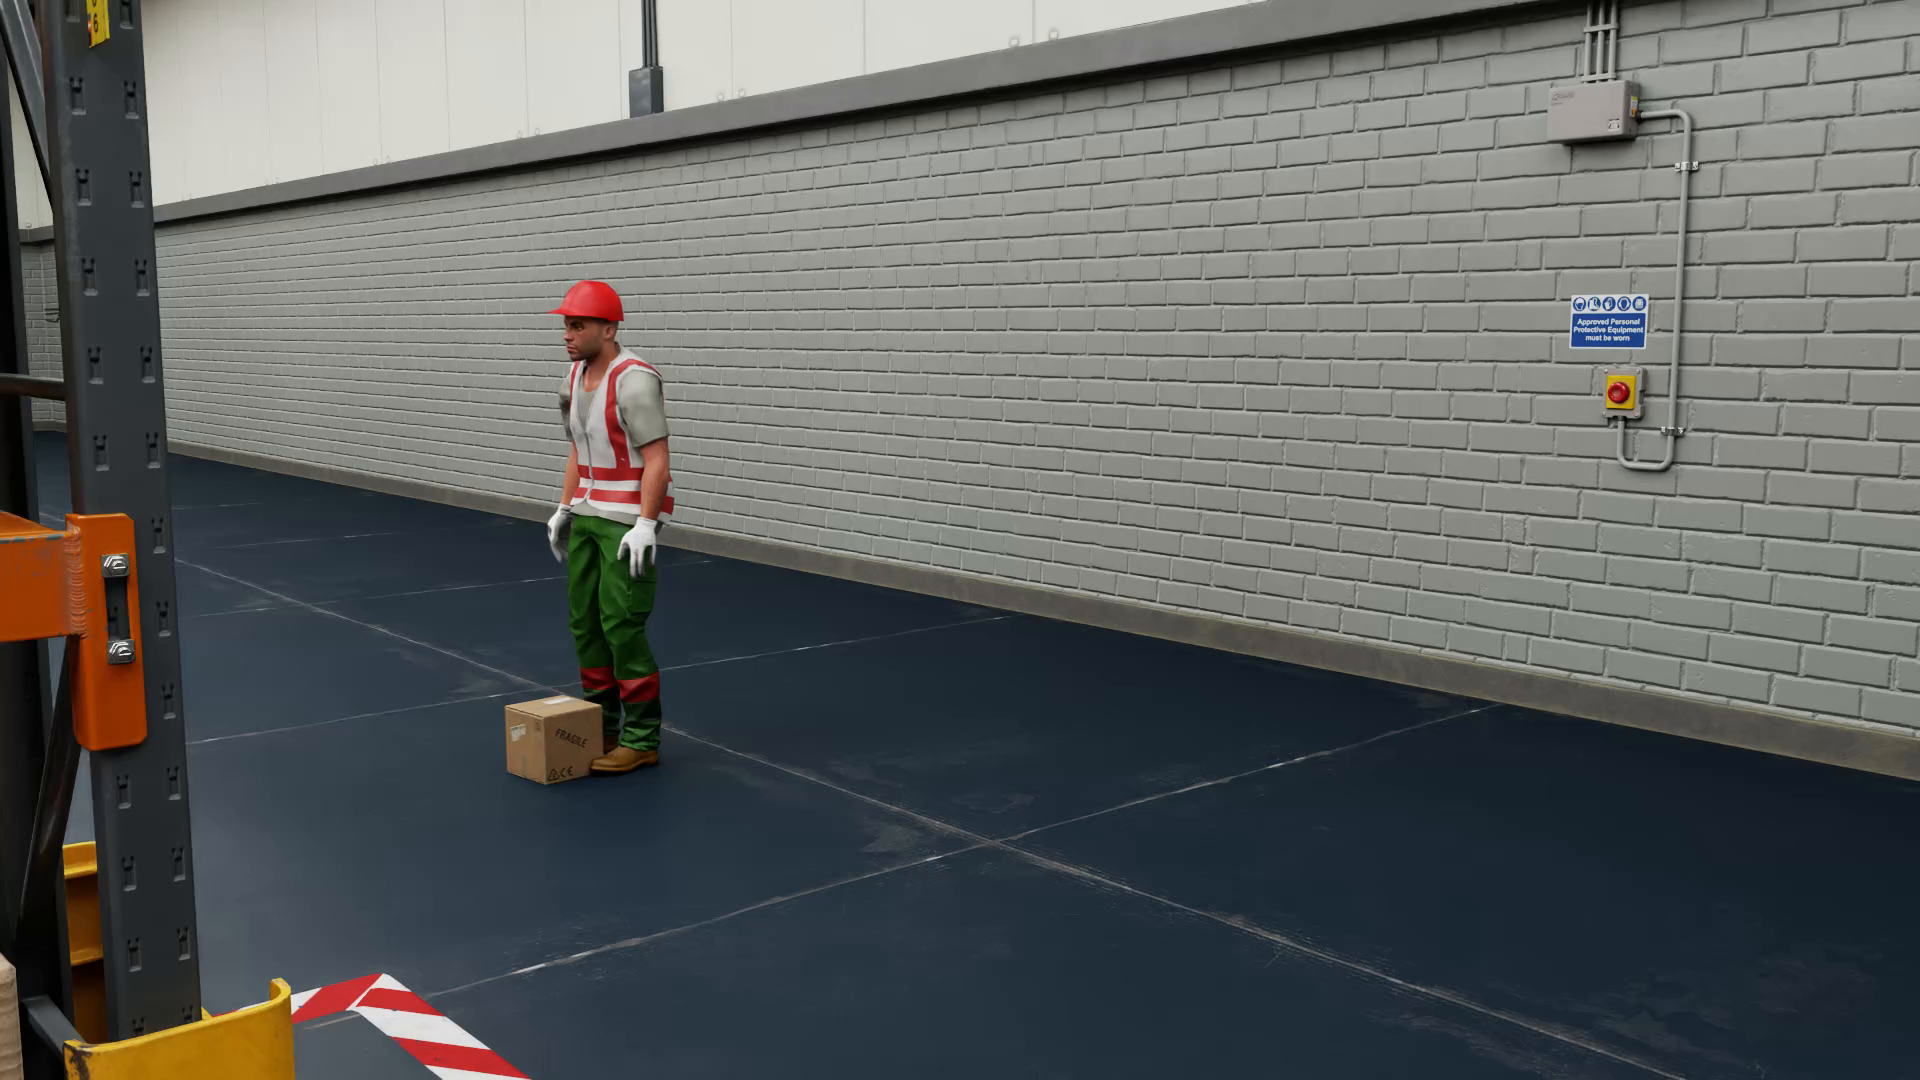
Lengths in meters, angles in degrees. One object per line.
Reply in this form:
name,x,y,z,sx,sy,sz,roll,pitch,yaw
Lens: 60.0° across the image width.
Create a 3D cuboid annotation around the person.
person,-1.291,-0.049,6.097,0.445,1.781,0.622,-7,10,-43
